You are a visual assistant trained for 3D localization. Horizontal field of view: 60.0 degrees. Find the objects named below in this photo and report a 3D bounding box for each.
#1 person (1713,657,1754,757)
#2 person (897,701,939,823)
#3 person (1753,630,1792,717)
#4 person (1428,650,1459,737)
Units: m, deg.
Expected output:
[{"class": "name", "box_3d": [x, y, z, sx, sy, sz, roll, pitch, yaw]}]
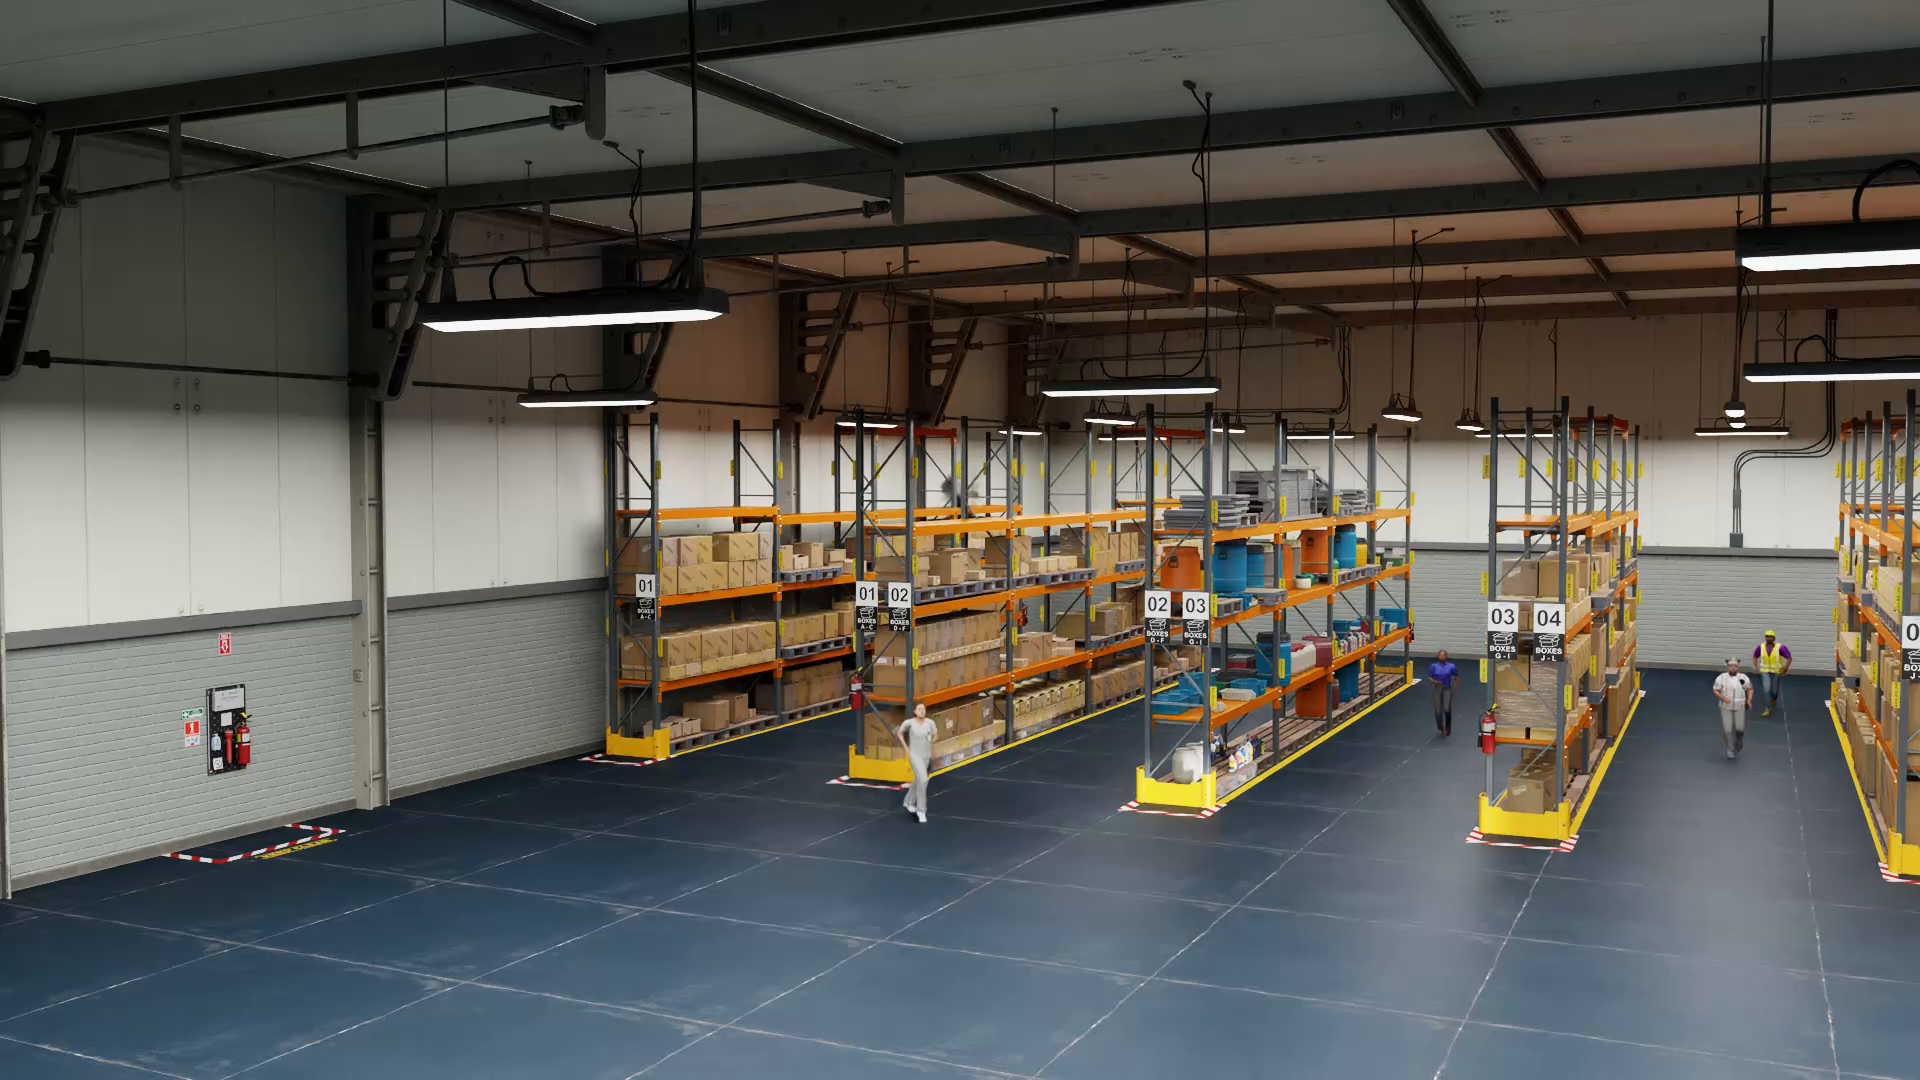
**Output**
[{"class": "person", "box_3d": [13.477, 2.915, 28.976, 0.658, 1.743, 0.591, 1, 3, 21]}, {"class": "person", "box_3d": [-0.579, 3.170, 23.943, 0.539, 1.731, 0.755, -1, 3, -31]}, {"class": "person", "box_3d": [16.605, 2.713, 34.007, 0.721, 1.751, 0.679, 2, 3, 33]}, {"class": "person", "box_3d": [9.038, 2.867, 31.104, 0.549, 1.628, 0.649, 1, 3, 20]}]
